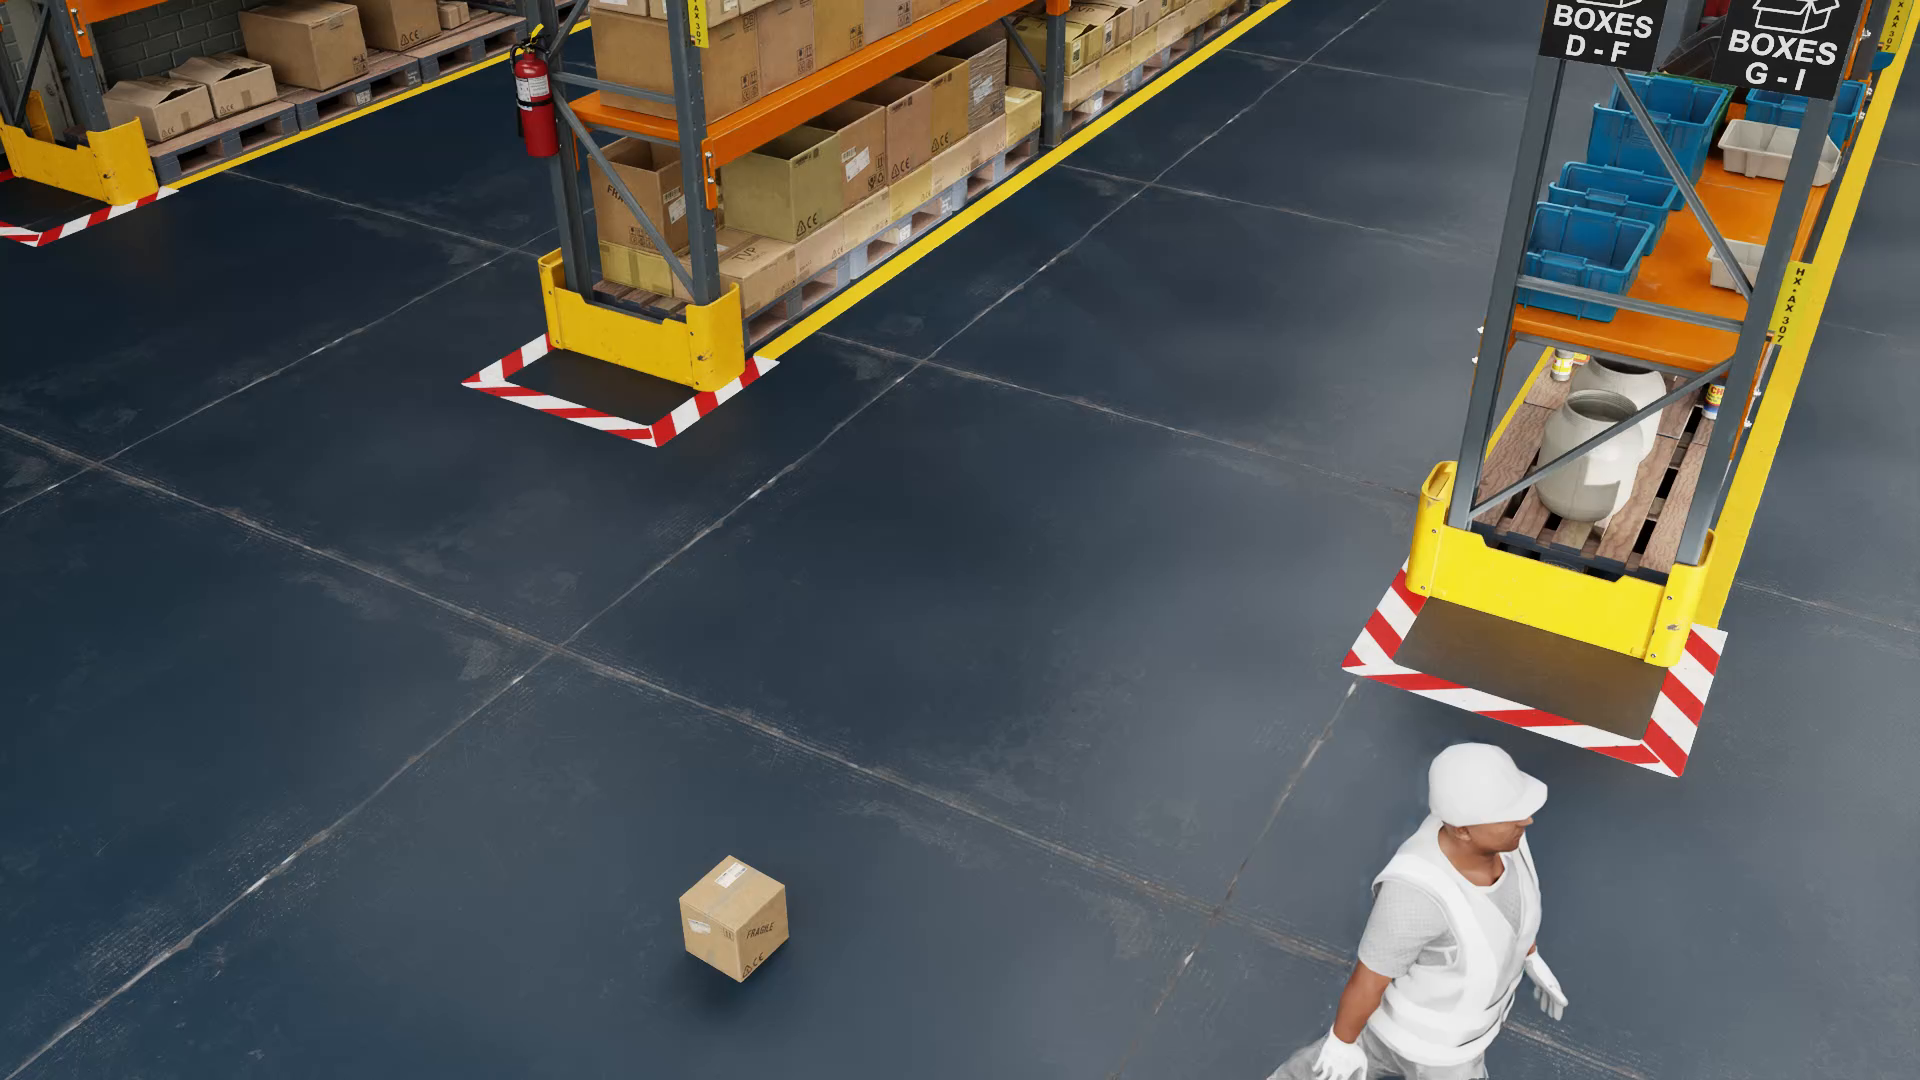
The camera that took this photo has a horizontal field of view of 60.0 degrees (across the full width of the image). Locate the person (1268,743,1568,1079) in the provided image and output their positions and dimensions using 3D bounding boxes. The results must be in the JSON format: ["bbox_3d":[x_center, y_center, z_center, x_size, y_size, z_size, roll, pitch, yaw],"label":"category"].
[{"bbox_3d":[1.296,1.222,4.301,1.052,1.740,0.607,22,40,30],"label":"person"}]
